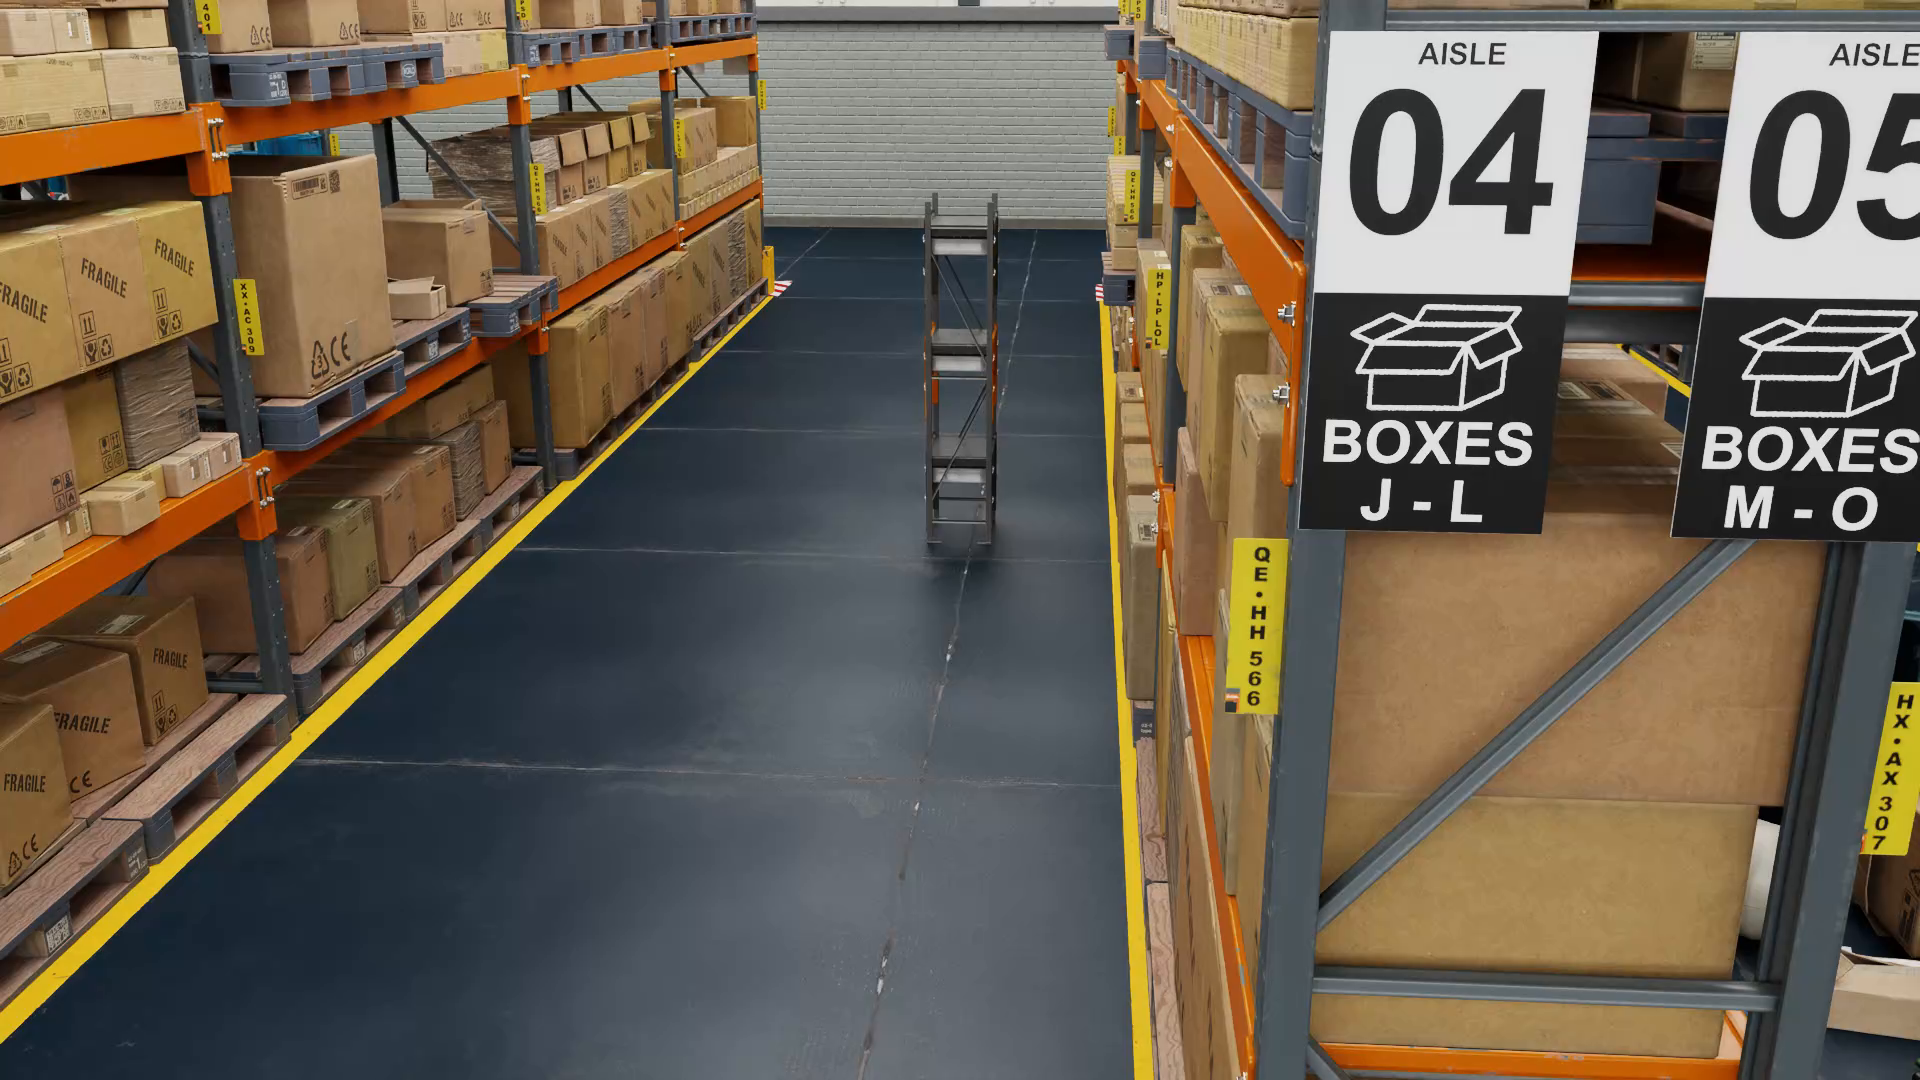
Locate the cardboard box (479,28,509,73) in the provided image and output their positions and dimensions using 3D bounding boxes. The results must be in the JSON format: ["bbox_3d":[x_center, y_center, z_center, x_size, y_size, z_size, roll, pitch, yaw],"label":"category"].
[{"bbox_3d":[-3.096,-2.996,10.171,0.500,0.250,0.500,1,18,4],"label":"cardboard box"}]

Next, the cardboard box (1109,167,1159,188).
[{"bbox_3d":[1.360,-2.822,12.992,0.380,0.149,0.250,1,18,3],"label":"cardboard box"}]

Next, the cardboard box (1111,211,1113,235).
[{"bbox_3d":[1.248,-2.202,11.578,0.380,0.149,0.250,2,18,5],"label":"cardboard box"}]

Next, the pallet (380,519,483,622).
[{"bbox_3d":[-3.454,0.151,9.623,1.003,0.211,1.213,1,18,4],"label":"pallet"}]

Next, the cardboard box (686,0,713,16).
[{"bbox_3d":[-2.802,-5.327,16.051,0.700,0.500,0.500,2,18,6],"label":"cardboard box"}]

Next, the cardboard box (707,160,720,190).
[{"bbox_3d":[-2.653,-3.562,16.241,0.500,0.250,0.500,2,18,5],"label":"cardboard box"}]

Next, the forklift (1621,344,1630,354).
[{"bbox_3d":[3.631,-1.556,10.465,1.130,2.935,3.031,1,18,2],"label":"forklift"}]

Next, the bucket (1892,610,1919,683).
[{"bbox_3d":[3.636,0.517,6.844,0.726,0.611,0.620,8,10,23],"label":"bucket"}]

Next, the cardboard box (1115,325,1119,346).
[{"bbox_3d":[1.608,-1.869,15.213,0.380,0.149,0.250,2,18,5],"label":"cardboard box"}]

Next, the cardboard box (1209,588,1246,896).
[{"bbox_3d":[1.059,0.473,3.920,0.875,0.550,0.550,1,18,4],"label":"cardboard box"}]

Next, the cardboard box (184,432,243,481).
[{"bbox_3d":[-3.316,-0.359,7.106,0.380,0.149,0.250,1,18,4],"label":"cardboard box"}]

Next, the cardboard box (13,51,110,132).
[{"bbox_3d":[-3.414,-1.597,5.903,0.500,0.250,0.500,2,18,5],"label":"cardboard box"}]

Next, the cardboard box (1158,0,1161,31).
[{"bbox_3d":[1.326,-2.878,8.978,0.500,0.250,0.500,2,18,5],"label":"cardboard box"}]

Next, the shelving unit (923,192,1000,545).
[{"bbox_3d":[0.012,-1.049,10.253,0.431,2.100,0.503,1,18,4],"label":"shelving unit"}]

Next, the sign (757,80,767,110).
[{"bbox_3d":[-2.193,-4.925,18.398,0.100,0.325,0.005,1,18,4],"label":"sign"}]

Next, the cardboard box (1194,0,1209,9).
[{"bbox_3d":[0.962,-1.694,4.885,0.500,0.250,0.500,1,18,3],"label":"cardboard box"}]

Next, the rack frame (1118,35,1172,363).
[{"bbox_3d":[1.920,-2.895,14.440,1.000,3.000,0.127,1,18,4],"label":"rack frame"}]

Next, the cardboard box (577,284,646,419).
[{"bbox_3d":[-3.165,-1.475,12.845,1.225,0.875,0.875,1,18,4],"label":"cardboard box"}]

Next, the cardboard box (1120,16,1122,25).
[{"bbox_3d":[1.877,-5.194,16.881,0.500,0.250,0.500,2,18,6],"label":"cardboard box"}]

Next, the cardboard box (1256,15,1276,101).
[{"bbox_3d":[0.764,-0.910,3.134,0.380,0.149,0.250,1,18,4],"label":"cardboard box"}]

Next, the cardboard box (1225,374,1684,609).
[{"bbox_3d":[1.072,-0.039,3.751,0.875,0.550,0.550,1,18,4],"label":"cardboard box"}]

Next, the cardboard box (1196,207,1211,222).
[{"bbox_3d":[1.411,-1.247,7.645,0.700,0.500,0.500,1,18,3],"label":"cardboard box"}]

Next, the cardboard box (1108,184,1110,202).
[{"bbox_3d":[1.380,-2.763,13.288,0.380,0.149,0.250,1,18,2],"label":"cardboard box"}]

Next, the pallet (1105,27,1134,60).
[{"bbox_3d":[1.698,-3.719,12.441,1.213,0.211,1.003,1,18,4],"label":"pallet"}]

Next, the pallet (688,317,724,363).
[{"bbox_3d":[-2.887,-1.946,16.023,1.003,0.211,1.213,1,18,4],"label":"pallet"}]

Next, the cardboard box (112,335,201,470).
[{"bbox_3d":[-3.687,-0.603,6.807,0.875,0.500,0.500,1,18,4],"label":"cardboard box"}]

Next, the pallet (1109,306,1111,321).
[{"bbox_3d":[2.108,-2.537,17.826,1.003,0.211,1.213,1,18,4],"label":"pallet"}]

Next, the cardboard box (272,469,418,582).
[{"bbox_3d":[-3.435,-0.085,9.173,0.700,0.500,0.500,0,18,-1],"label":"cardboard box"}]

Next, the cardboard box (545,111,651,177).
[{"bbox_3d":[-3.058,-3.362,14.096,0.797,0.503,0.637,1,18,2],"label":"cardboard box"}]

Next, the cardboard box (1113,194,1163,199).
[{"bbox_3d":[1.231,-2.256,11.263,0.380,0.149,0.250,1,18,3],"label":"cardboard box"}]

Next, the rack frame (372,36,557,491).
[{"bbox_3d":[-3.307,-1.794,11.082,1.000,3.000,0.127,1,18,4],"label":"rack frame"}]

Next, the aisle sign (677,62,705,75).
[{"bbox_3d":[-3.027,-5.544,18.349,0.394,0.787,0.004,1,18,4],"label":"aisle sign"}]

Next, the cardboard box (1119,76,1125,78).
[{"bbox_3d":[1.880,-4.511,17.128,0.500,0.500,0.500,2,18,6],"label":"cardboard box"}]

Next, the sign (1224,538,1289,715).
[{"bbox_3d":[0.520,0.153,2.899,0.100,0.325,0.005,1,18,4],"label":"sign"}]

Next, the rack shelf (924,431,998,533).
[{"bbox_3d":[0.012,-0.371,10.475,0.431,0.518,0.480,1,18,4],"label":"rack shelf"}]

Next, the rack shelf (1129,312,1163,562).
[{"bbox_3d":[1.490,-0.689,8.865,1.077,0.370,4.000,1,18,4],"label":"rack shelf"}]

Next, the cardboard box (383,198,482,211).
[{"bbox_3d":[-3.306,-1.873,10.487,0.500,0.500,0.500,-1,18,-3],"label":"cardboard box"}]

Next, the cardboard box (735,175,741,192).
[{"bbox_3d":[-2.502,-3.725,17.376,0.380,0.149,0.250,1,18,3],"label":"cardboard box"}]

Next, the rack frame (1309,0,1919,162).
[{"bbox_3d":[1.060,-2.019,2.132,1.000,3.000,0.127,1,18,4],"label":"rack frame"}]

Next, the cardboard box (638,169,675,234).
[{"bbox_3d":[-2.781,-2.933,14.396,0.500,0.500,0.500,1,18,4],"label":"cardboard box"}]

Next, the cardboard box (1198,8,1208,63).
[{"bbox_3d":[0.892,-1.462,4.819,0.380,0.149,0.250,1,18,4],"label":"cardboard box"}]

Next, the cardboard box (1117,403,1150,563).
[{"bbox_3d":[1.441,-0.324,9.534,1.050,0.750,0.750,2,18,5],"label":"cardboard box"}]

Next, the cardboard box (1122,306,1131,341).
[{"bbox_3d":[1.527,-1.715,12.977,0.500,0.250,0.500,2,18,6],"label":"cardboard box"}]

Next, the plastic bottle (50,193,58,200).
[{"bbox_3d":[-7.713,-2.774,14.150,0.144,0.351,0.185,1,18,4],"label":"plastic bottle"}]

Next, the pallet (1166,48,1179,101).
[{"bbox_3d":[1.363,-2.030,7.292,0.805,0.209,1.217,1,18,2],"label":"pallet"}]

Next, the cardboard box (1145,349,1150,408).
[{"bbox_3d":[1.190,-0.940,8.312,0.500,0.500,0.500,1,18,4],"label":"cardboard box"}]

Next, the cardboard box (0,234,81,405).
[{"bbox_3d":[-3.423,-0.760,5.680,0.500,0.500,0.500,1,18,4],"label":"cardboard box"}]

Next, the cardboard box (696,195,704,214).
[{"bbox_3d":[-2.630,-3.165,15.669,0.380,0.149,0.250,2,18,6],"label":"cardboard box"}]

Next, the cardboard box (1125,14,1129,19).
[{"bbox_3d":[1.699,-4.635,14.373,0.500,0.250,0.500,0,18,1],"label":"cardboard box"}]

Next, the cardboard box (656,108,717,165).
[{"bbox_3d":[-2.655,-3.921,16.130,0.500,0.500,0.500,1,18,2],"label":"cardboard box"}]

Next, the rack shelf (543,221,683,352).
[{"bbox_3d":[-3.163,-2.074,13.090,1.077,0.370,4.000,1,18,4],"label":"rack shelf"}]

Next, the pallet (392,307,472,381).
[{"bbox_3d":[-3.408,-1.088,9.233,1.003,0.211,1.213,1,18,4],"label":"pallet"}]
